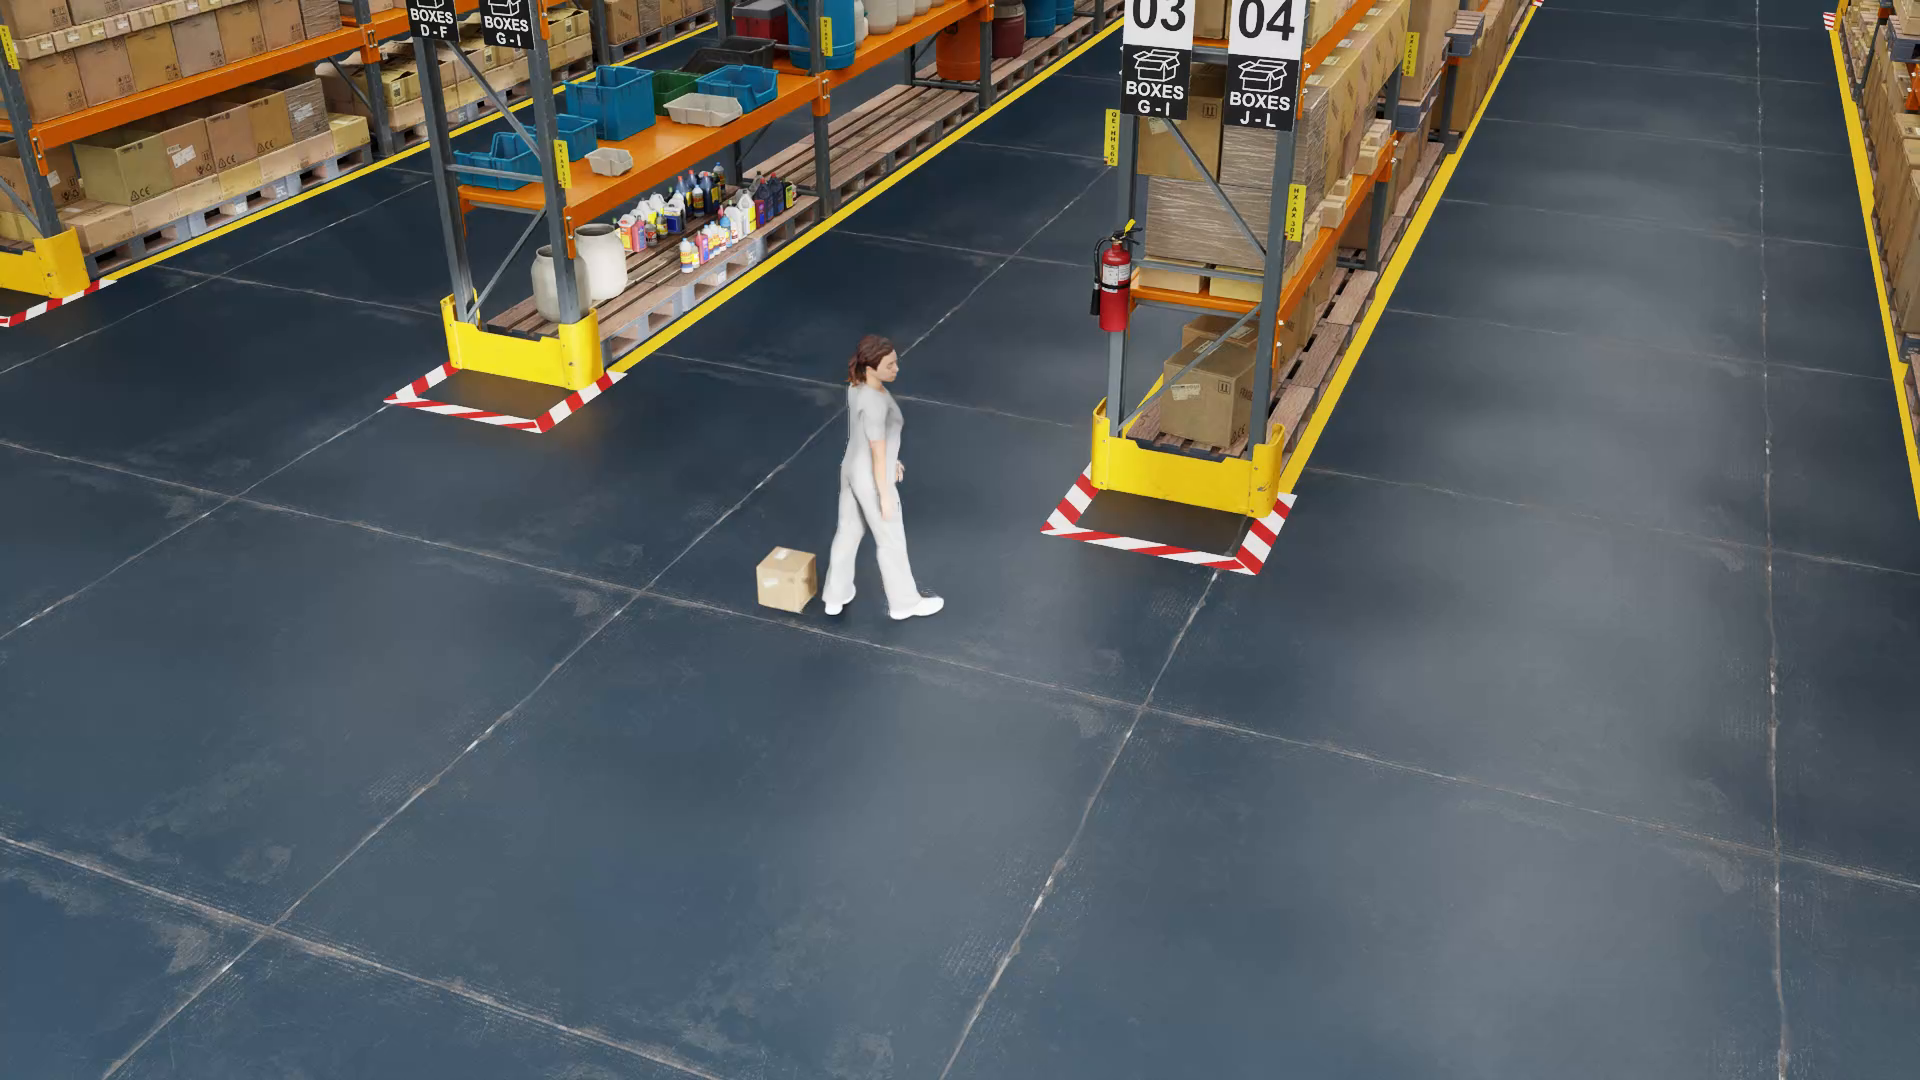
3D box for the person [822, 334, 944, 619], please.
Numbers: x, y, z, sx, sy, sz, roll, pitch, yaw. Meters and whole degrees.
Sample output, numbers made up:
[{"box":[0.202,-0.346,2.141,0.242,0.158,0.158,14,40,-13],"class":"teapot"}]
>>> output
[{"box":[-0.440,-0.329,8.935,0.651,1.661,0.518,-11,32,-18],"class":"person"}]
